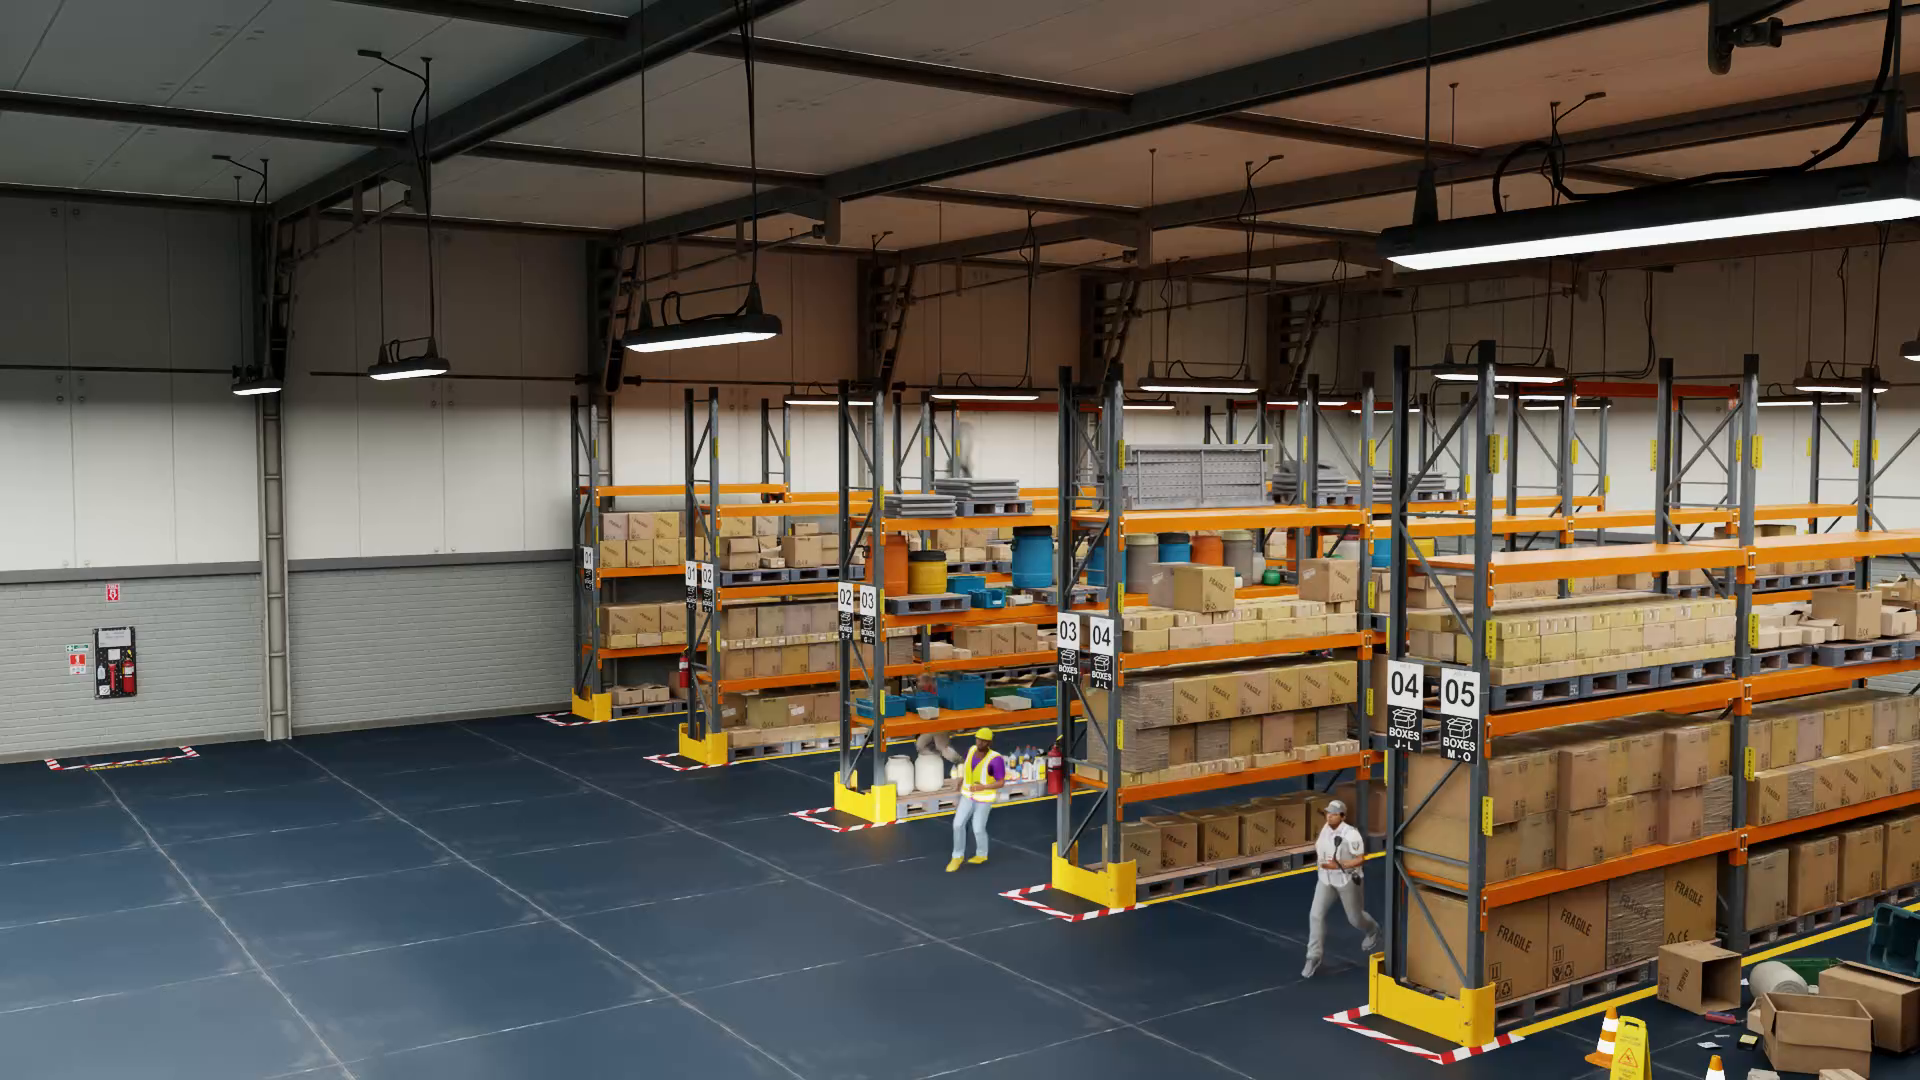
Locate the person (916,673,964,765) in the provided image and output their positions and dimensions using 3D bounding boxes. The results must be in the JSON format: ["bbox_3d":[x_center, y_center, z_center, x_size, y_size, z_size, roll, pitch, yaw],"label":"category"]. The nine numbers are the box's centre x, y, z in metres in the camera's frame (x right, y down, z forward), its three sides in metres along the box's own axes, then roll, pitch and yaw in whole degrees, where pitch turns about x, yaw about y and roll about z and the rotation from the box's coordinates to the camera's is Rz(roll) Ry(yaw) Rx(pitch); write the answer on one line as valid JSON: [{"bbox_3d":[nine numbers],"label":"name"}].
[{"bbox_3d":[-0.257,2.845,25.210,0.848,1.706,0.665,-1,4,-18],"label":"person"}]

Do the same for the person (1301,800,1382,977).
[{"bbox_3d":[3.765,3.379,16.249,1.048,1.712,0.561,-3,5,-42],"label":"person"}]

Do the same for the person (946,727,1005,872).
[{"bbox_3d":[0.237,3.112,19.933,0.721,1.774,0.713,2,4,29],"label":"person"}]
